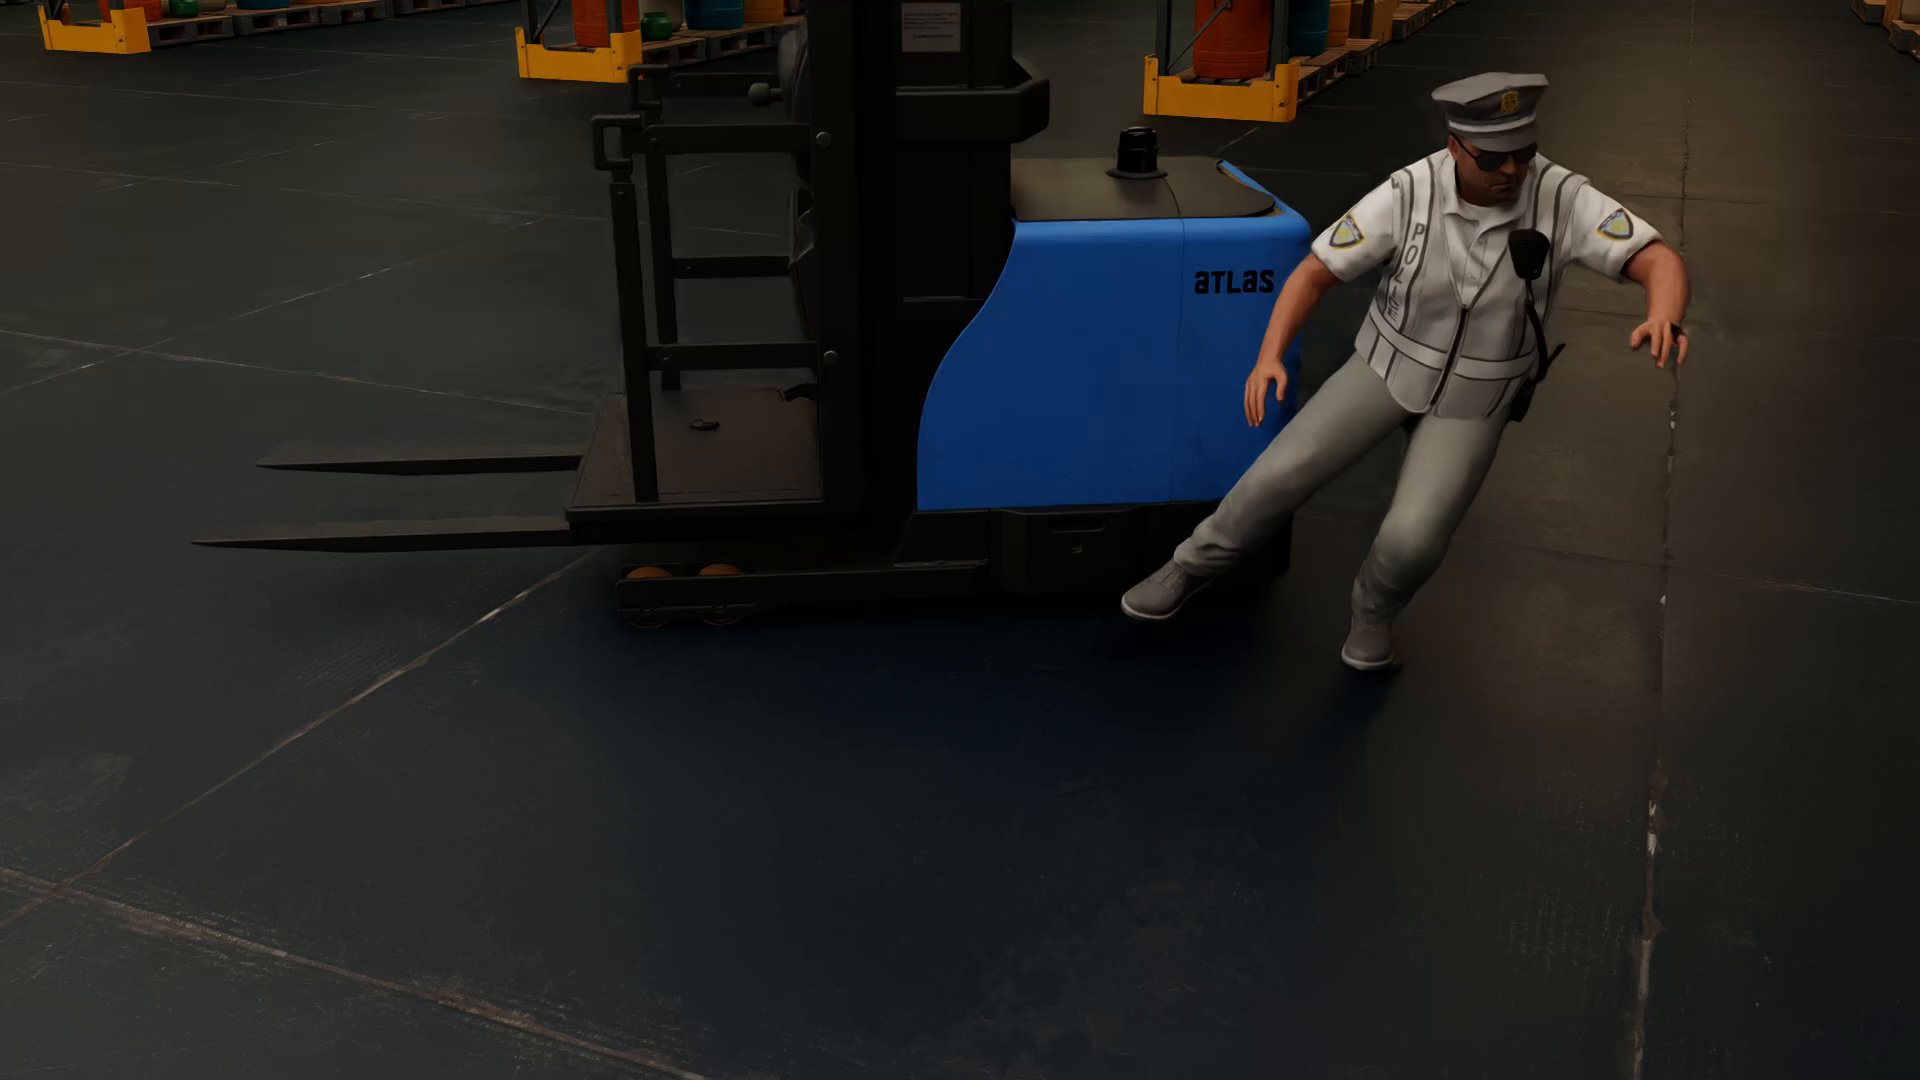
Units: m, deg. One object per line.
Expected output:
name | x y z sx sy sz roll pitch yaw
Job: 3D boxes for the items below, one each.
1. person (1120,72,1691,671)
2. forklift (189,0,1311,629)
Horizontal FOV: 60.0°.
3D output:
person | 1.001 -0.337 3.933 1.230 1.503 0.939 7 24 15
forklift | -0.613 -1.324 4.460 3.031 2.935 1.130 -2 23 -5
